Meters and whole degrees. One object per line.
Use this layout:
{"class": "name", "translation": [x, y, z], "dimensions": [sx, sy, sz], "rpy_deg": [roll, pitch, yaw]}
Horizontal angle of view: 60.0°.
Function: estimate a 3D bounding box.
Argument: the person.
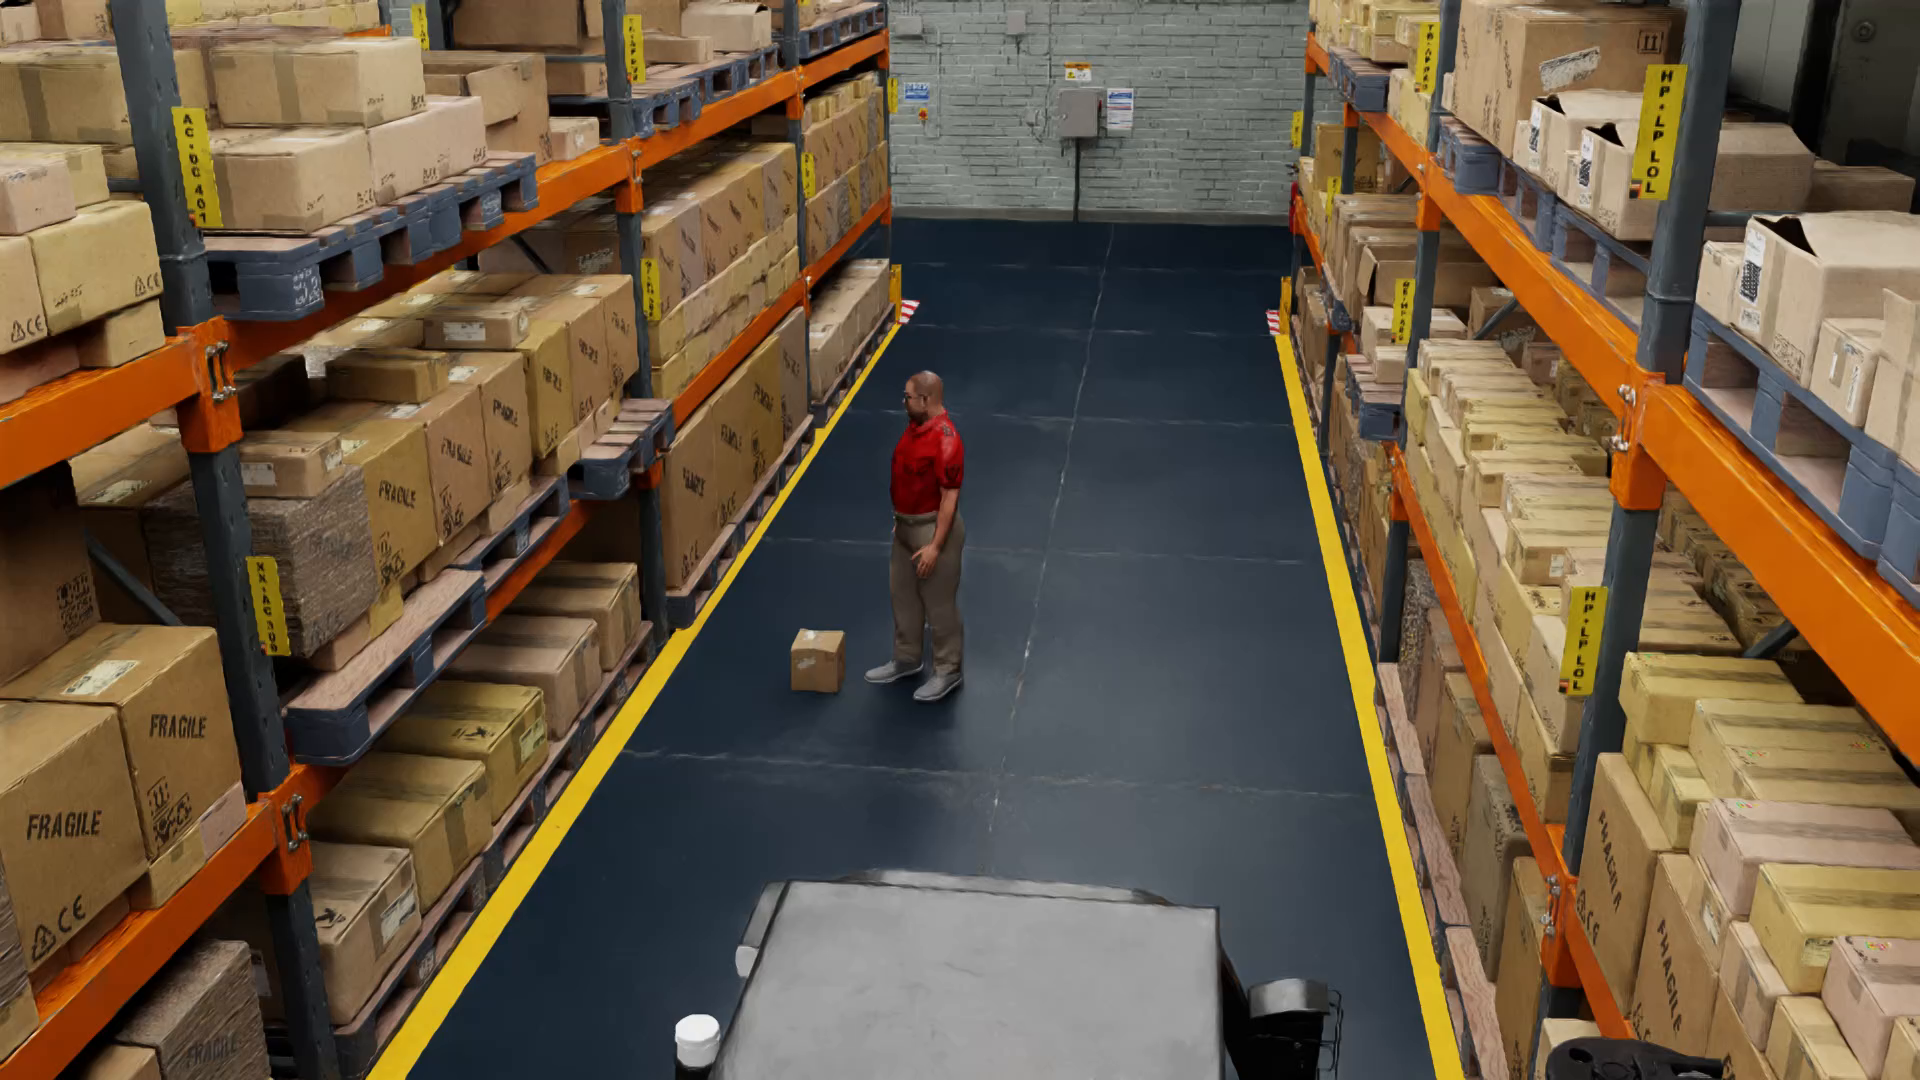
{"class": "person", "translation": [-0.220, -0.018, 8.631], "dimensions": [0.469, 1.754, 0.568], "rpy_deg": [-9, 23, -23]}
